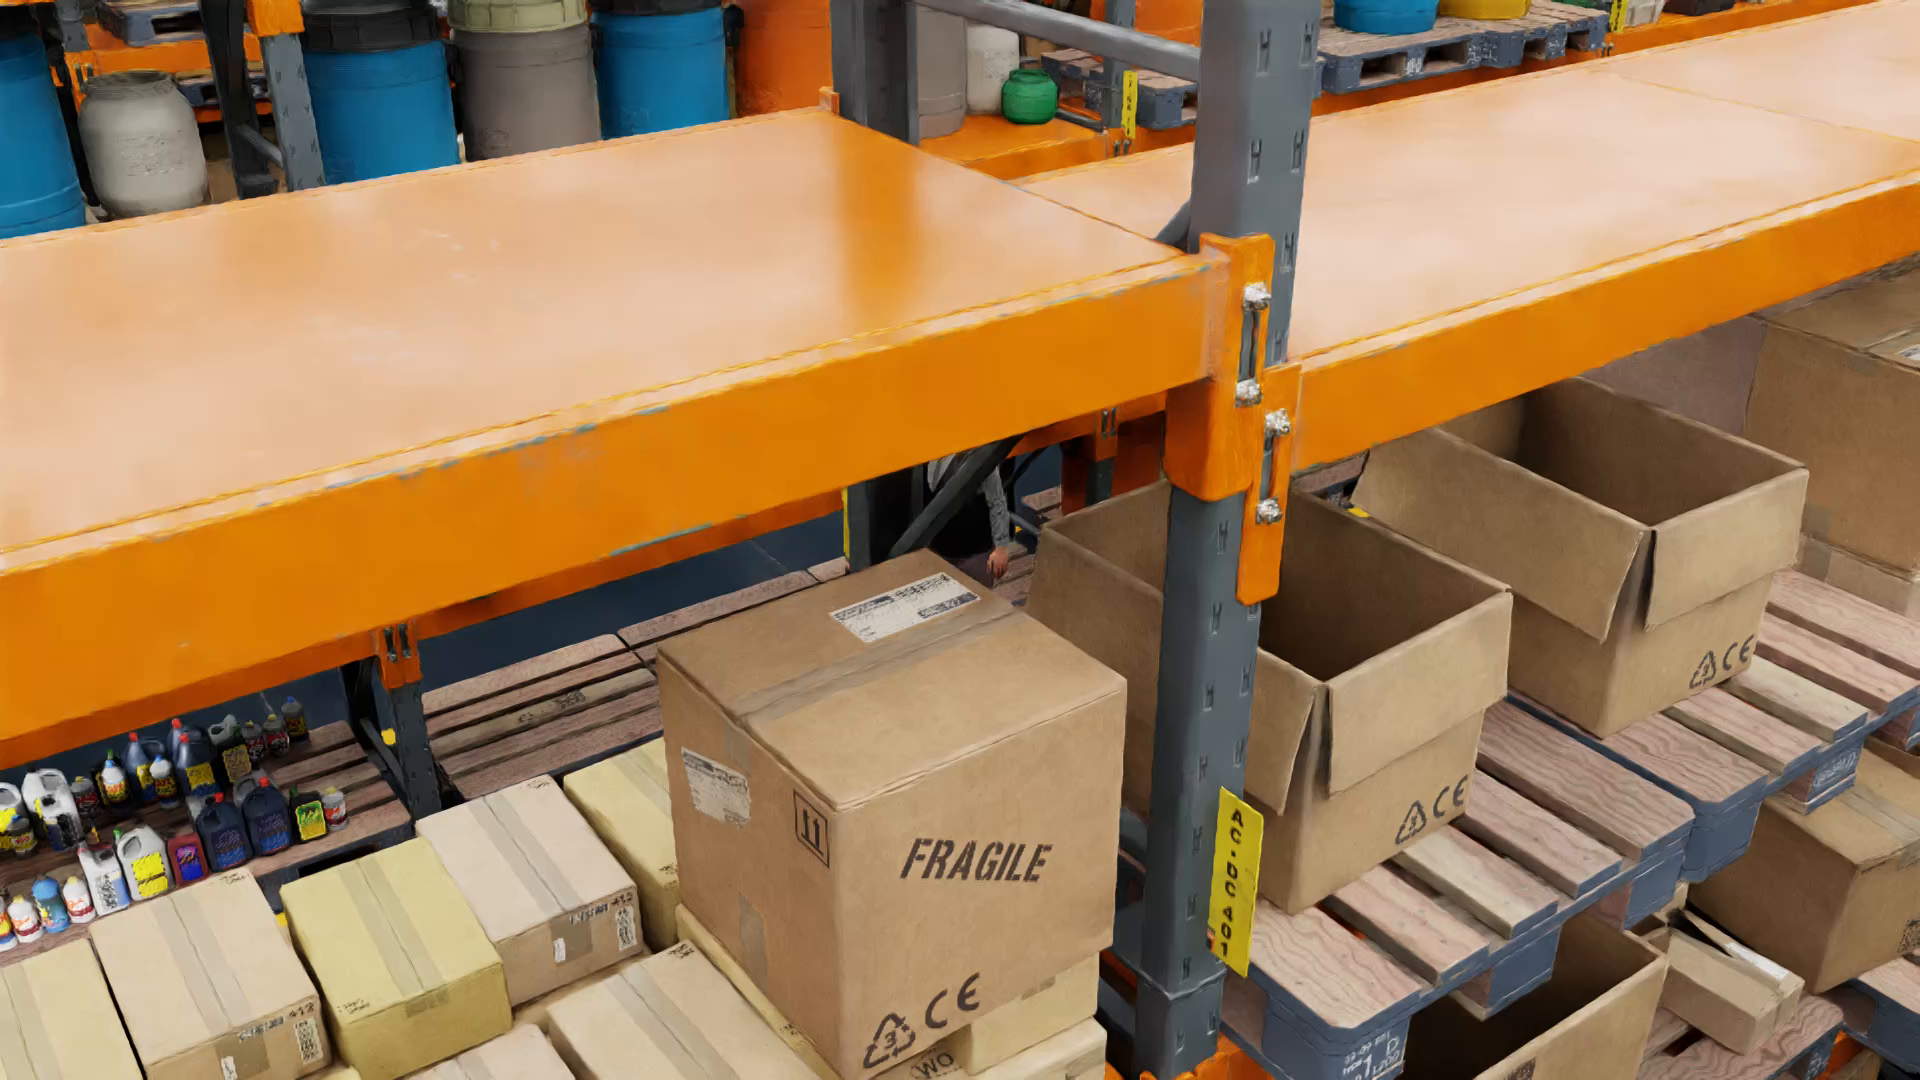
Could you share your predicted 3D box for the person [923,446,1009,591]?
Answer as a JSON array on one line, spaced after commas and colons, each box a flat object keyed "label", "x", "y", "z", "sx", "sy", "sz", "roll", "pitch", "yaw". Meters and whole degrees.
[{"label": "person", "x": -0.029, "y": 0.063, "z": 8.555, "sx": 0.655, "sy": 1.715, "sz": 0.533, "roll": 20, "pitch": 34, "yaw": 32}]
